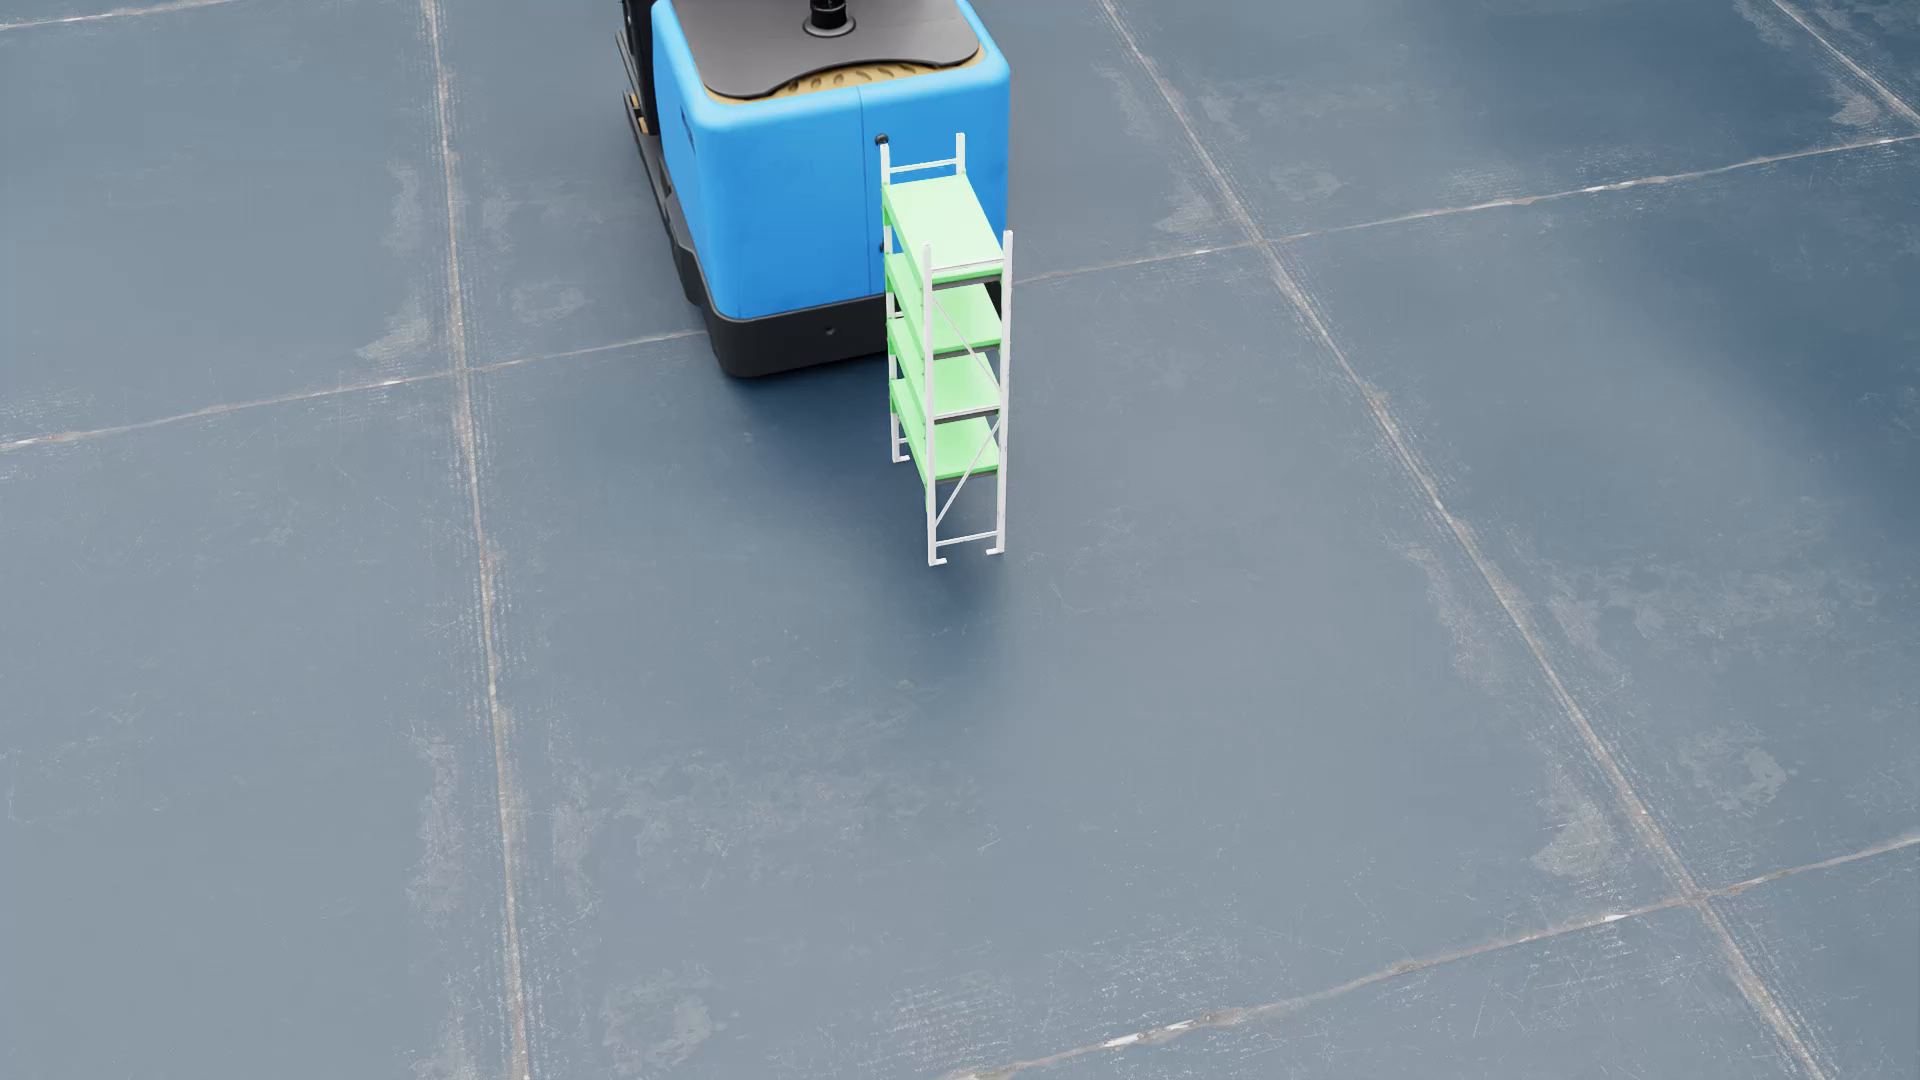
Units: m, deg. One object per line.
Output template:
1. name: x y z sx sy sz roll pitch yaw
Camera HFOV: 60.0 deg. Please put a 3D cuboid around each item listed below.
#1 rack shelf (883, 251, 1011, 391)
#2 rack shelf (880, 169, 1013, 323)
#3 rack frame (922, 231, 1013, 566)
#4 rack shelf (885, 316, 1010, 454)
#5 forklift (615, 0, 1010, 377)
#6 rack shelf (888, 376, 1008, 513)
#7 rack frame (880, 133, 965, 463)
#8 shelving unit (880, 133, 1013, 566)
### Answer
1. rack shelf: -0.042 -0.658 4.808 0.258 0.148 0.480 -11 47 -10
2. rack shelf: -0.042 -0.825 4.636 0.258 0.148 0.480 -11 47 -10
3. rack frame: 0.020 -0.366 4.768 0.240 1.200 0.015 -11 47 -10
4. rack shelf: -0.042 -0.490 4.979 0.258 0.148 0.480 -11 47 -10
5. forklift: -0.754 -2.657 5.802 1.130 2.935 3.031 -13 47 -12
6. rack shelf: -0.042 -0.322 5.151 0.258 0.148 0.480 -11 47 -10
7. rack frame: -0.105 -0.703 5.099 0.240 1.200 0.015 -11 47 -10
8. shelving unit: -0.042 -0.534 4.933 0.258 1.200 0.503 -11 47 -10
